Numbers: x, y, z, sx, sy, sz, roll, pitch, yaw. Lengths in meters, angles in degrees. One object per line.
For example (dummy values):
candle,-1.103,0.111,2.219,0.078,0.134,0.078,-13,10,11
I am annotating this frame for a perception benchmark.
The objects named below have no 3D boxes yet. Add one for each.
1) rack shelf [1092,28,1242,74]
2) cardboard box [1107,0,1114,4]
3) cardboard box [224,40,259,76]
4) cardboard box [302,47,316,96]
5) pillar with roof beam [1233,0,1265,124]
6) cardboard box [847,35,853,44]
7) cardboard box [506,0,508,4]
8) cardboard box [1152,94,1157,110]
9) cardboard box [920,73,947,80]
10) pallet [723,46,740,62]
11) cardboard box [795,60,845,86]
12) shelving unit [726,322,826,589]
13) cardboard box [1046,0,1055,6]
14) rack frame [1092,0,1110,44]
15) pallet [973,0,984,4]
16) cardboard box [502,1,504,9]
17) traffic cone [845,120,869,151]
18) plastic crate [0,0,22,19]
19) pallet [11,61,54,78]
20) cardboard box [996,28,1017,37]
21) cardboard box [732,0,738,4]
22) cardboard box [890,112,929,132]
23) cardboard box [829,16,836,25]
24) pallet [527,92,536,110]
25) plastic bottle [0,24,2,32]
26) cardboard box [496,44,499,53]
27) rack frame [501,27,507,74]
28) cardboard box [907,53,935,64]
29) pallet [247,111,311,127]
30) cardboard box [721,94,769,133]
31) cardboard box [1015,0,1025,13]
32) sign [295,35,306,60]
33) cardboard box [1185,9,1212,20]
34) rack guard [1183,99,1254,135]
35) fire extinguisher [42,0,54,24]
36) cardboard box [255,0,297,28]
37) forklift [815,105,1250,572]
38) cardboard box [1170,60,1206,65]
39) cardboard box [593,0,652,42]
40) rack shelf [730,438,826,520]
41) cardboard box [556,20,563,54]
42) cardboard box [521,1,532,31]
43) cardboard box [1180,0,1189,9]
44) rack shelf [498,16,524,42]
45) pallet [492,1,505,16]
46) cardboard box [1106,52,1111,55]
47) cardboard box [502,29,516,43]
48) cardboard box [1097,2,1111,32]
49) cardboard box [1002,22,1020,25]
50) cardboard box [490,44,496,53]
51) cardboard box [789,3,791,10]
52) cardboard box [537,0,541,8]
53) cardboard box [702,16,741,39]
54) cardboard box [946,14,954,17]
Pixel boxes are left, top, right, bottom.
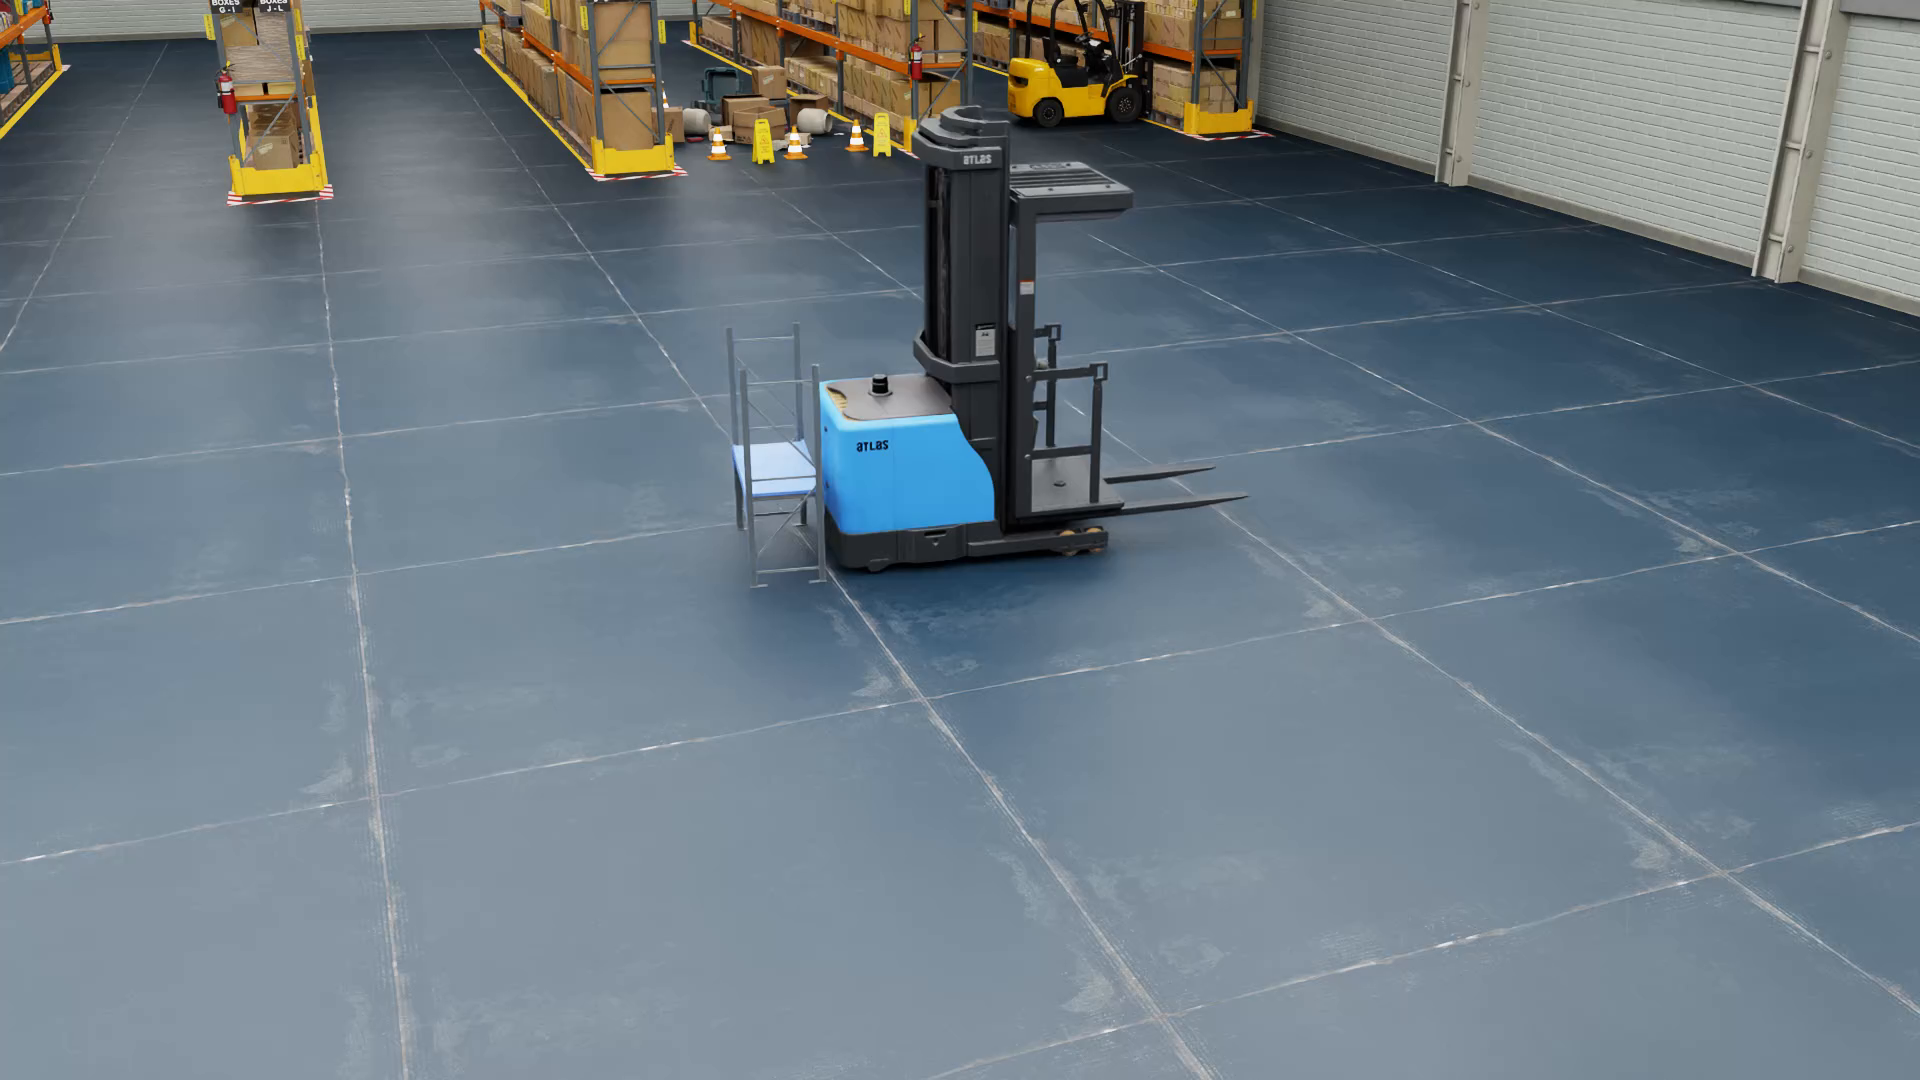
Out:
rack shelf,3.652,-8.716,29.493,1.077,0.370,4.000,-8,24,-19
cardboard box,2.905,-9.873,30.349,0.380,0.149,0.250,-8,24,-18
cardboard box,-10.012,-6.830,23.582,0.875,0.500,0.500,-8,24,-19
cardboard box,-12.605,-8.653,30.613,1.225,0.875,0.875,-10,25,-21
pillar with roof beam,0.928,-10.871,25.956,9.100,9.000,0.400,-8,24,-19
cardboard box,-1.748,-8.733,28.930,0.380,0.149,0.250,-8,24,-17
cardboard box,-8.497,-10.353,31.851,0.380,0.149,0.250,-8,24,-18
cardboard box,3.562,-7.739,29.250,0.500,0.250,0.500,-8,24,-18
cardboard box,-0.508,-7.439,27.572,0.500,0.500,0.500,-9,25,-21
pallet,-4.719,-11.000,37.578,1.003,0.211,1.213,-8,24,-19
cardboard box,-2.652,-9.054,32.212,0.950,0.372,0.625,-9,24,-20
shelving unit,-1.245,-0.589,11.217,0.538,1.500,1.048,-5,23,-11
cardboard box,2.008,-10.637,32.674,0.500,0.250,0.500,-8,24,-18
rack frame,2.945,-9.774,31.077,1.000,3.000,0.127,-8,24,-19
pallet,0.841,-11.845,36.238,1.003,0.211,1.213,-8,24,-19
cardboard box,-8.758,-10.490,32.558,0.380,0.149,0.250,-8,24,-17
traffic cone,-1.643,-6.448,26.453,0.336,0.463,0.334,-8,24,-19
plastic crate,-18.509,-10.375,32.344,0.402,0.464,0.583,-8,24,-19
pallet,-19.586,-9.822,34.783,1.003,0.211,1.213,-8,24,-19
cardboard box,0.995,-10.807,35.372,0.380,0.149,0.250,-10,25,-22
cardboard box,-4.615,-11.733,35.919,0.500,0.250,0.500,-9,24,-20
cardboard box,-0.830,-6.830,27.092,0.500,0.250,0.500,-8,24,-19
cardboard box,-2.137,-9.318,29.779,0.380,0.149,0.250,-8,24,-18
pallet,-7.497,-8.247,31.046,1.003,0.211,1.213,-8,24,-19
plastic bottle,-17.565,-9.365,30.364,0.097,0.201,0.097,0,23,0
cardboard box,-9.745,-10.562,35.693,0.380,0.149,0.250,-9,25,-21
rack frame,-9.118,-11.282,34.656,1.000,3.000,0.127,-8,24,-19
cardboard box,-0.616,-7.629,26.312,0.380,0.149,0.250,-8,24,-17
pallet,-11.679,-7.174,28.498,1.003,0.211,1.213,-8,24,-19
cardboard box,-3.611,-7.180,27.962,0.797,0.637,0.503,-8,24,-19
cardboard box,1.460,-10.963,34.093,0.500,0.250,0.500,-8,24,-19
sign,-9.047,-6.752,22.793,0.100,0.325,0.005,-8,24,-19
cardboard box,3.974,-8.753,27.691,0.380,0.149,0.250,-8,24,-18
rack guard,4.367,-7.160,28.094,1.175,0.500,0.348,-8,24,-19
fire extinguisher,-19.469,-11.322,35.330,0.296,0.674,0.183,-8,24,-19
cardboard box,-9.842,-7.524,23.939,0.500,0.500,0.500,-8,24,-19
forklift,0.538,-1.437,11.386,3.031,2.935,1.130,-6,24,-14
cardboard box,4.019,-8.273,29.227,0.500,0.250,0.500,-9,24,-19
cardboard box,-4.974,-7.629,24.405,0.875,0.550,0.550,-8,24,-19
rack shelf,-1.245,-0.424,11.287,0.538,0.185,1.000,-5,23,-11
cardboard box,-6.151,-8.312,27.417,0.875,0.550,0.550,-8,24,-19
cardboard box,-7.799,-9.675,30.714,0.500,0.500,0.500,-8,24,-18
cardboard box,3.919,-8.989,27.869,0.380,0.149,0.250,-8,24,-19
rack shelf,-8.412,-10.224,33.072,1.077,0.370,4.000,-8,24,-19
pallet,-8.984,-10.896,33.987,1.003,0.211,1.213,-8,24,-19
cardboard box,2.994,-8.755,30.372,0.500,0.250,0.500,-8,24,-19
cardboard box,-9.104,-10.365,34.192,0.500,0.250,0.500,-9,25,-21
cardboard box,2.858,-9.623,30.590,0.500,0.500,0.500,-9,24,-20
cardboard box,1.133,-11.263,36.452,0.380,0.149,0.250,-8,24,-19
cardboard box,-10.209,-10.918,36.922,0.380,0.149,0.250,-10,25,-22
cardboard box,-3.101,-10.372,32.279,0.380,0.149,0.250,-10,25,-22
cardboard box,-7.193,-9.802,29.727,0.700,0.500,0.500,-9,24,-20
cardboard box,-5.609,-12.238,39.683,0.875,0.438,0.875,-9,25,-21
cardboard box,-0.378,-8.219,26.877,0.500,0.500,0.500,-8,24,-17
